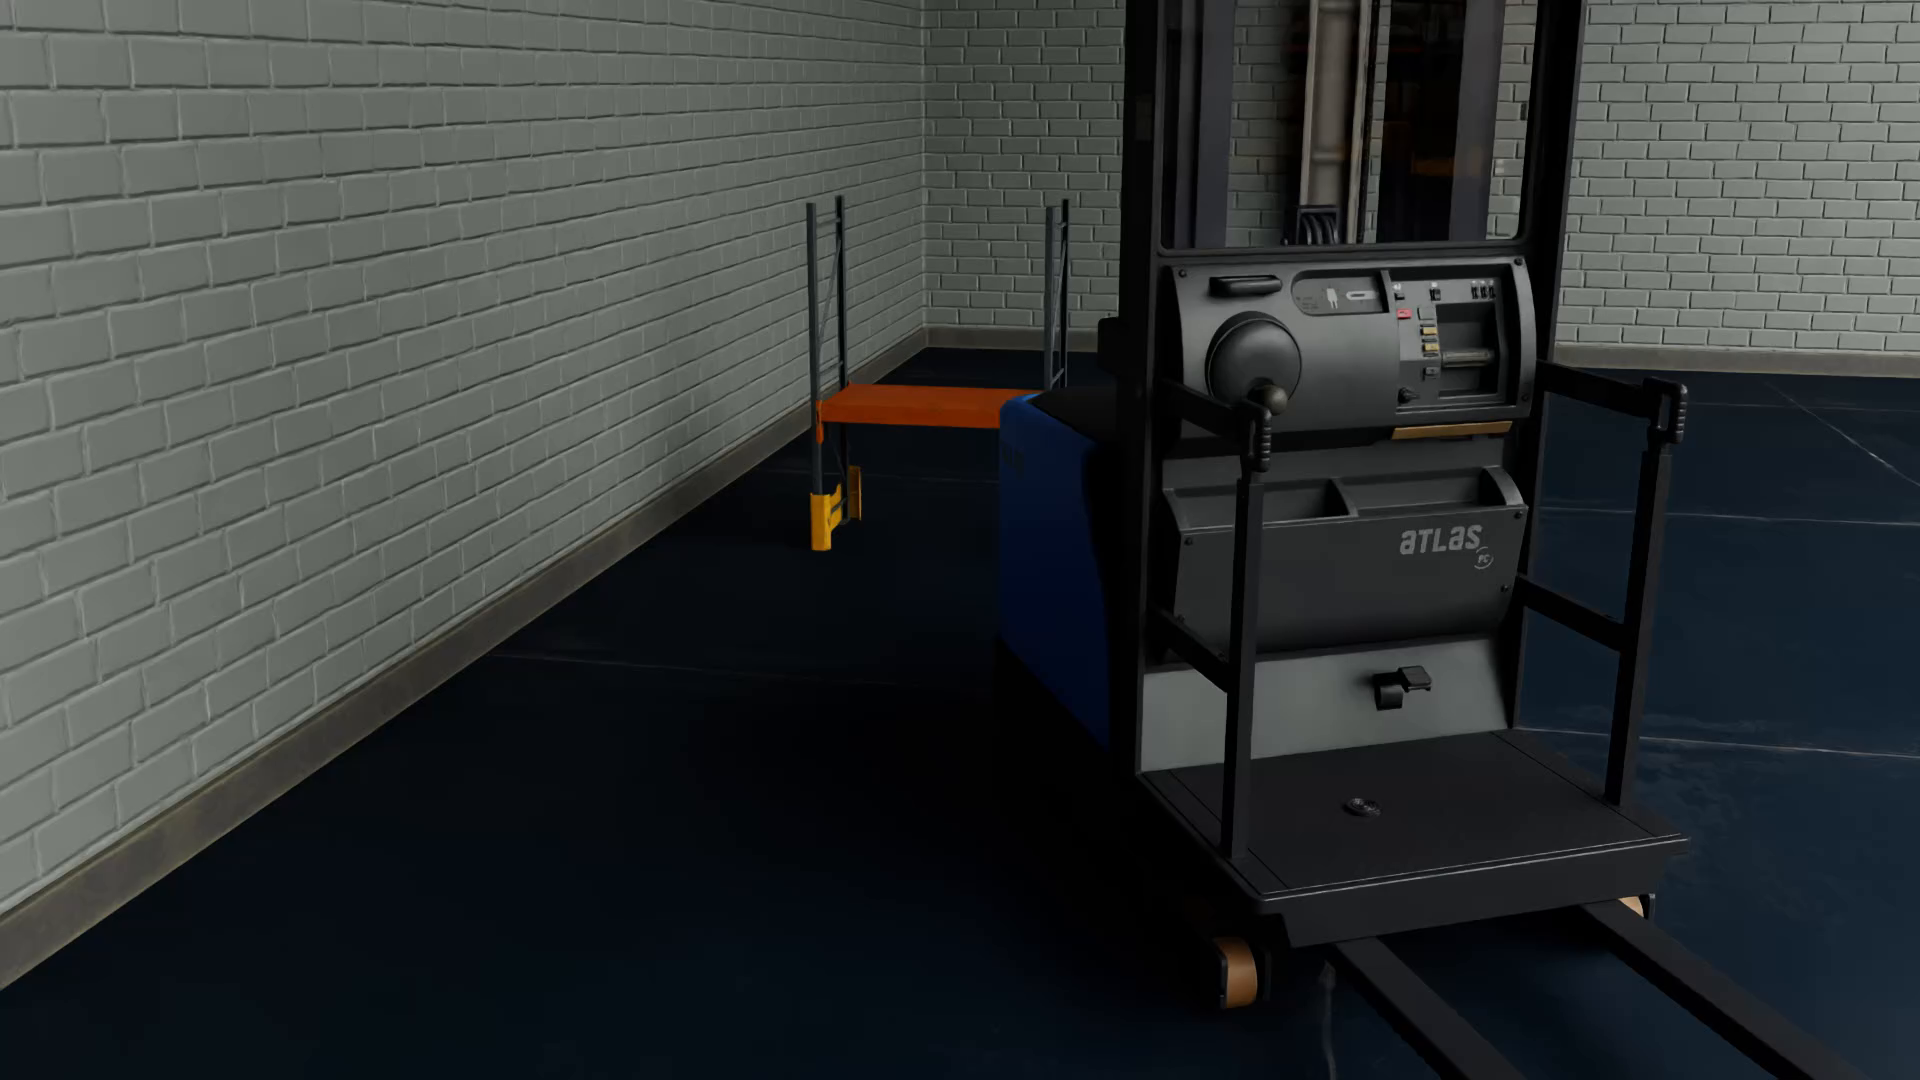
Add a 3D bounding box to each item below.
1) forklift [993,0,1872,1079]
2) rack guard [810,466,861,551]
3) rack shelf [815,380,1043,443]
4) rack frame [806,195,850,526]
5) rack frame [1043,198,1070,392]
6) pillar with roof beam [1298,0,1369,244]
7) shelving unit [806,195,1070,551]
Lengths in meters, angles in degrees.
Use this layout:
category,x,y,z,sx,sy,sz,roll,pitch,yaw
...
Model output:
category,x,y,z,sx,sy,sz,roll,pitch,yaw
forklift,1.001,-0.481,3.738,1.130,2.935,3.031,-4,16,-15
rack guard,-0.563,-0.151,7.569,0.087,0.250,0.587,3,16,11
rack shelf,-0.084,-0.554,7.356,1.000,0.185,0.538,3,16,11
rack frame,-0.582,-0.754,7.406,0.032,1.500,0.500,3,16,11
rack frame,0.415,-0.700,7.211,0.032,1.500,0.500,3,16,11
pillar with roof beam,1.768,-4.519,6.949,0.400,9.000,9.100,3,16,11
shelving unit,-0.075,-0.727,7.306,1.083,1.500,0.587,3,16,11
